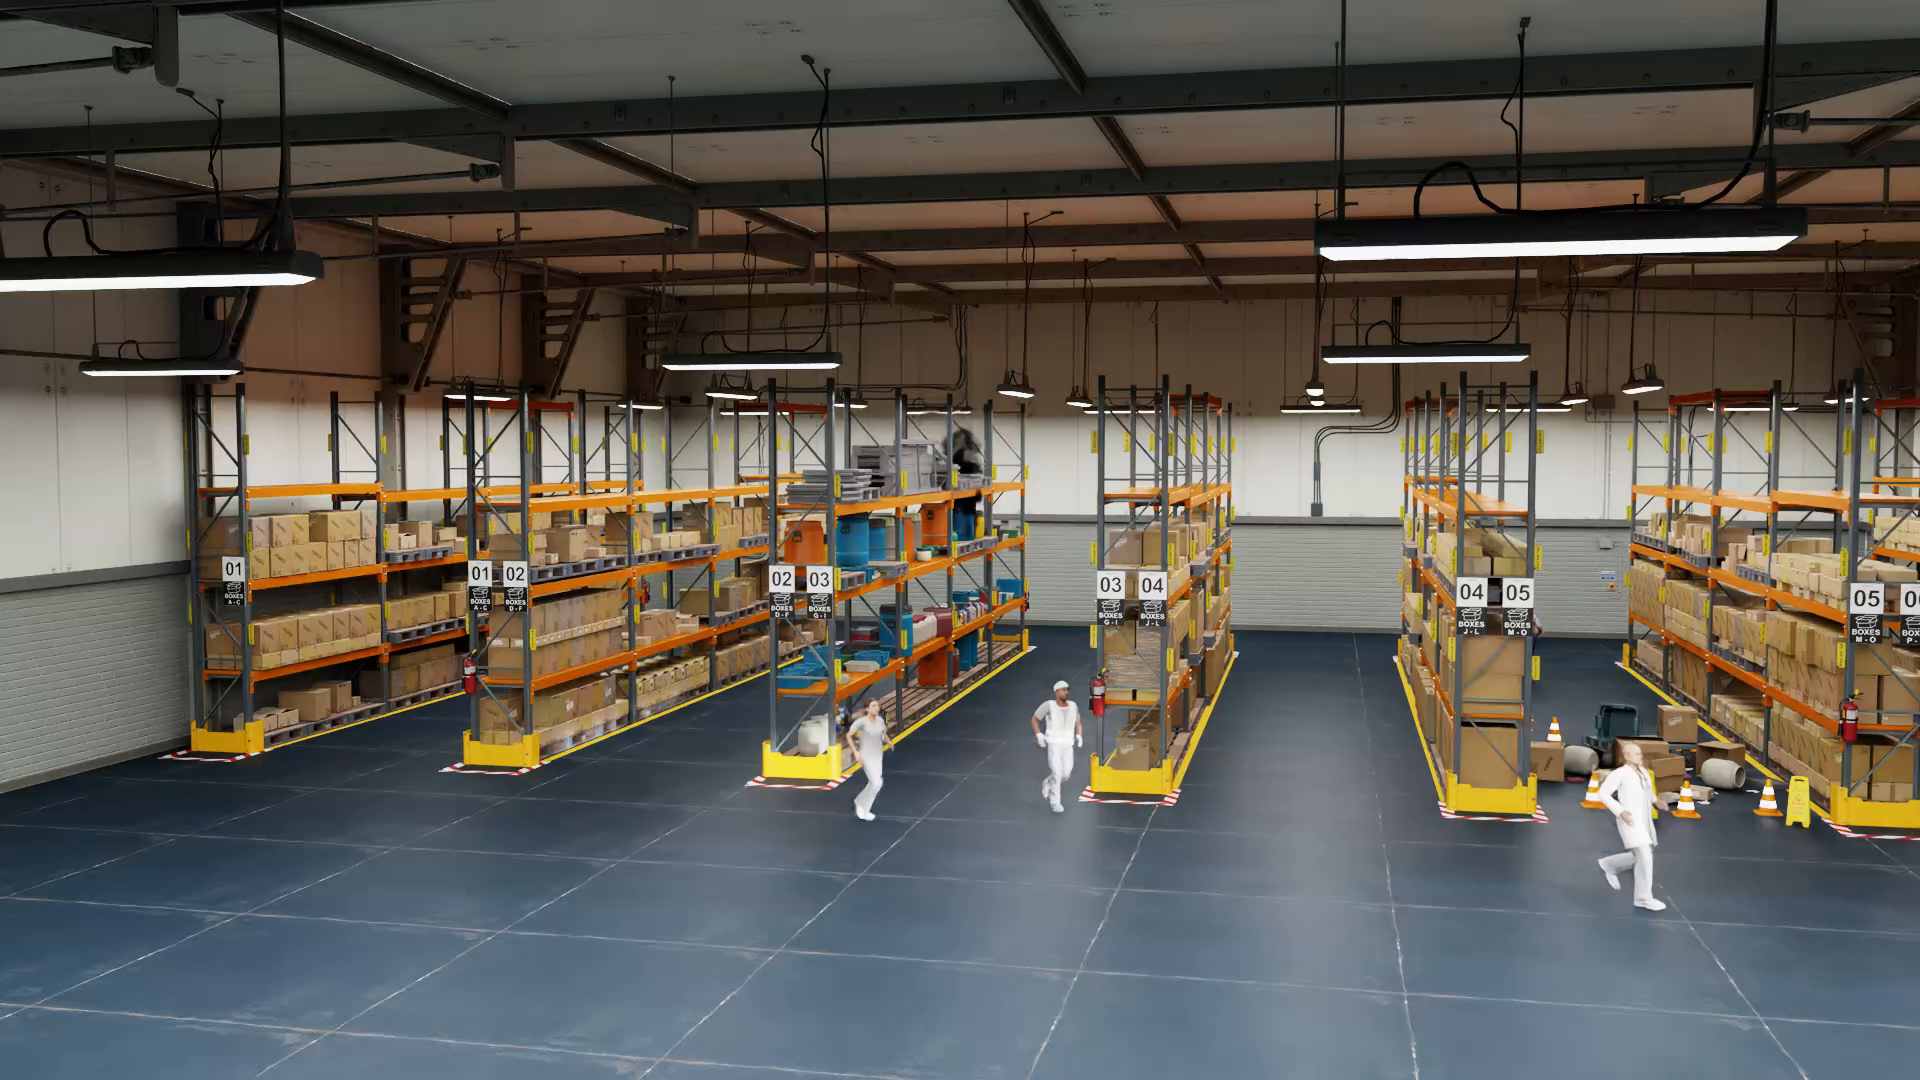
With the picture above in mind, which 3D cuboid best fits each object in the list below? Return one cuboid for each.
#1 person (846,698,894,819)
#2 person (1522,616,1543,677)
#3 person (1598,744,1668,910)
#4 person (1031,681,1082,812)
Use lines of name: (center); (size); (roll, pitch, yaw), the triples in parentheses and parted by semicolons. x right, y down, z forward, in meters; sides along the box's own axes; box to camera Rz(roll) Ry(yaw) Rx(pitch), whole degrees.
person: (-1.156, 2.912, 22.127); (0.576, 1.638, 0.573); (3, 5, 44)
person: (12.087, 2.172, 35.487); (0.615, 1.602, 0.708); (0, 3, 8)
person: (7.314, 3.091, 18.123); (0.720, 1.745, 0.896); (-2, 4, -32)
person: (1.369, 2.826, 22.973); (0.728, 1.748, 0.682); (-1, 3, -21)
